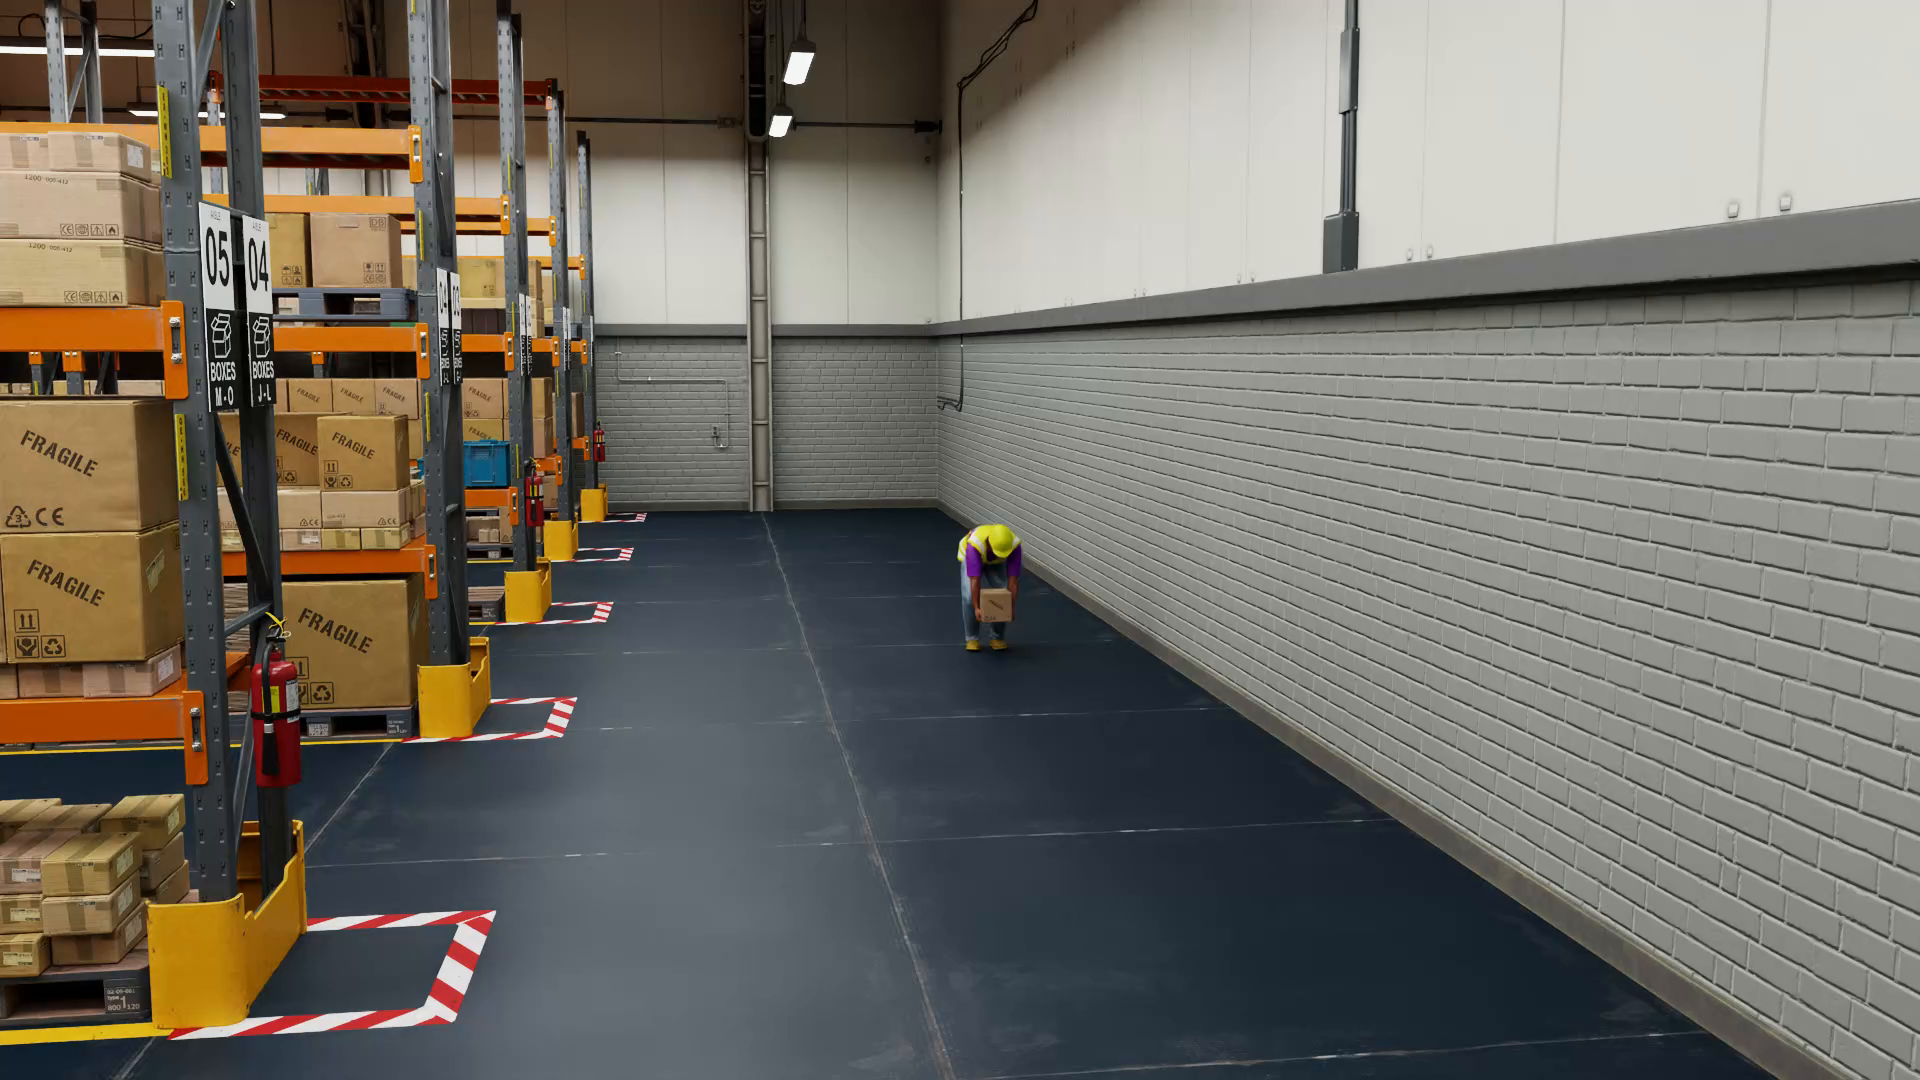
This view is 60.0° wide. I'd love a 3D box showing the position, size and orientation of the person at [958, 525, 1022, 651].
[{"bbox_3d":[0.277,0.409,14.650,0.503,1.166,0.956,-1,7,-11],"label":"person"}]
